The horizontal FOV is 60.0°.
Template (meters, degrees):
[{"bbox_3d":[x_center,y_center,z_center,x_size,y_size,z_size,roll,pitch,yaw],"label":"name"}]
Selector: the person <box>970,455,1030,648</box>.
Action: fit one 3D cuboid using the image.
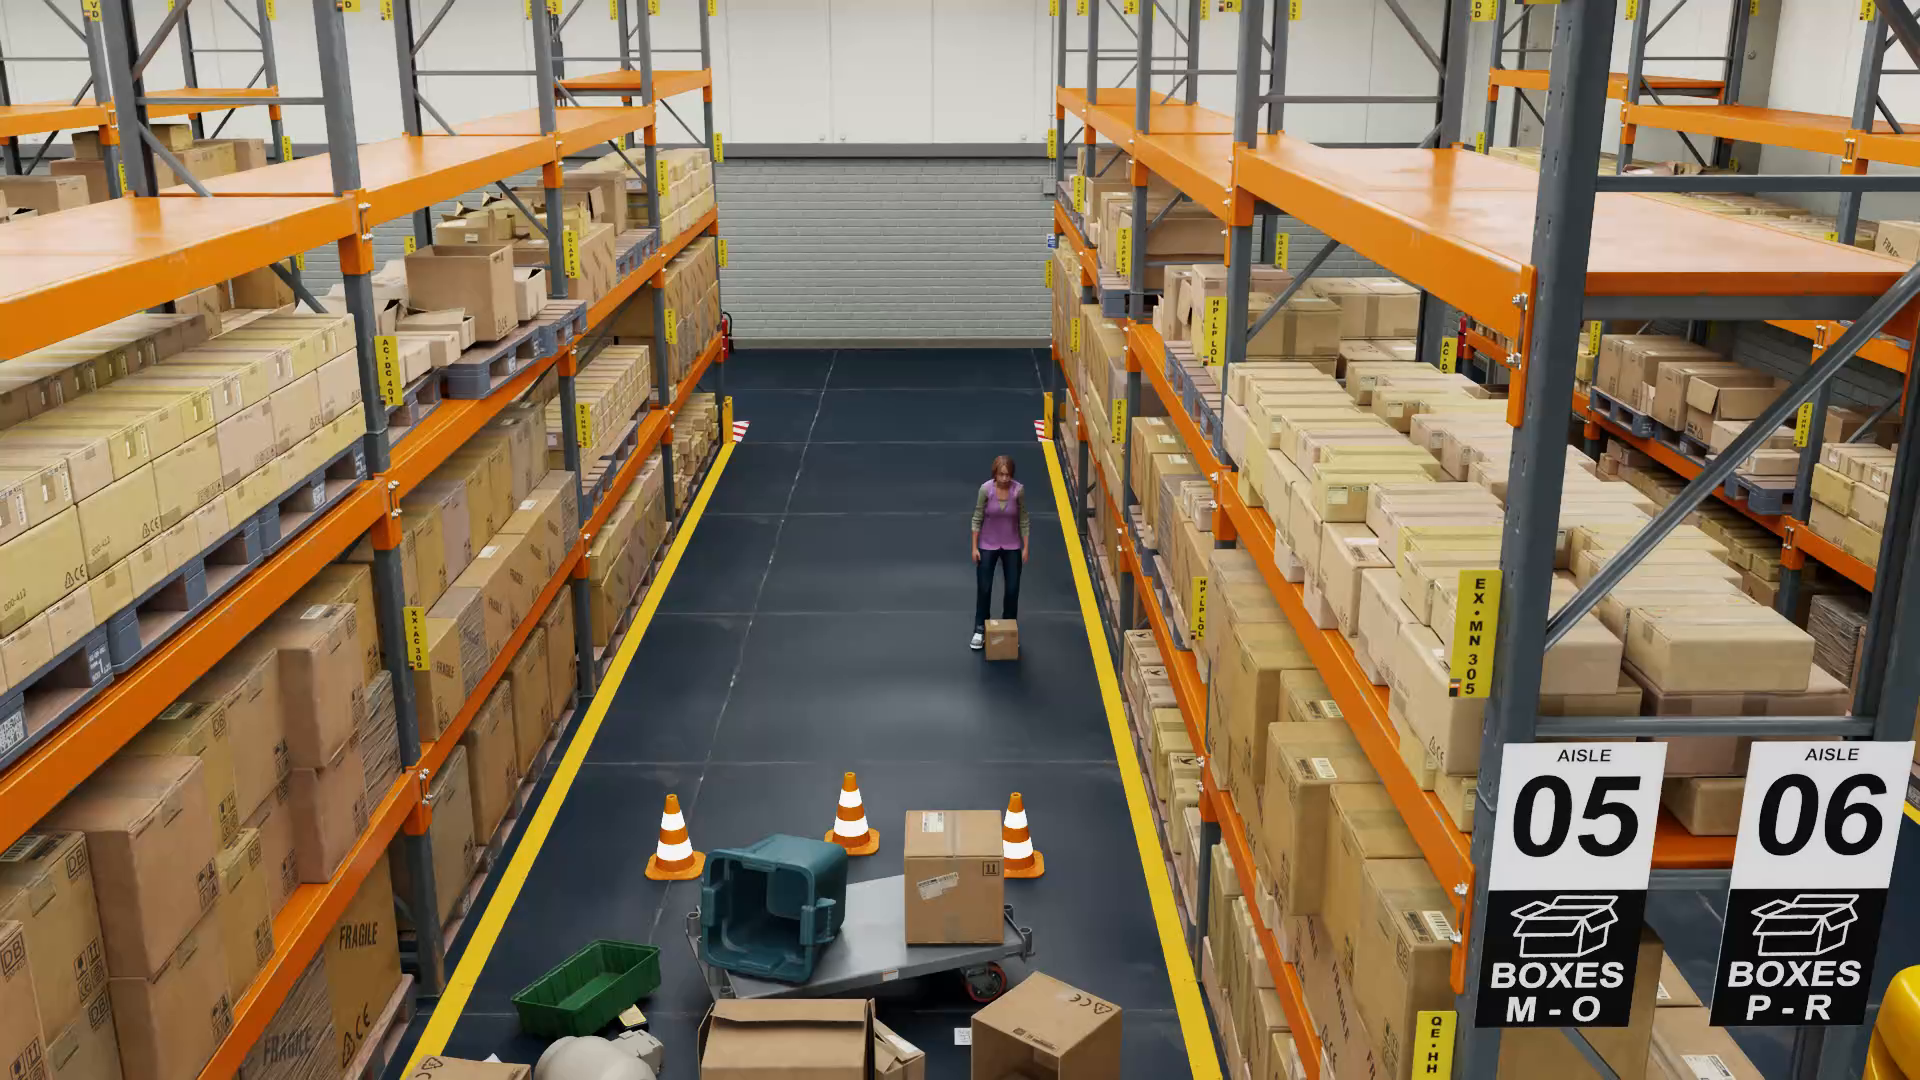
[{"bbox_3d":[0.320,0.084,13.299,0.479,1.593,0.345,-1,17,-3],"label":"person"}]
